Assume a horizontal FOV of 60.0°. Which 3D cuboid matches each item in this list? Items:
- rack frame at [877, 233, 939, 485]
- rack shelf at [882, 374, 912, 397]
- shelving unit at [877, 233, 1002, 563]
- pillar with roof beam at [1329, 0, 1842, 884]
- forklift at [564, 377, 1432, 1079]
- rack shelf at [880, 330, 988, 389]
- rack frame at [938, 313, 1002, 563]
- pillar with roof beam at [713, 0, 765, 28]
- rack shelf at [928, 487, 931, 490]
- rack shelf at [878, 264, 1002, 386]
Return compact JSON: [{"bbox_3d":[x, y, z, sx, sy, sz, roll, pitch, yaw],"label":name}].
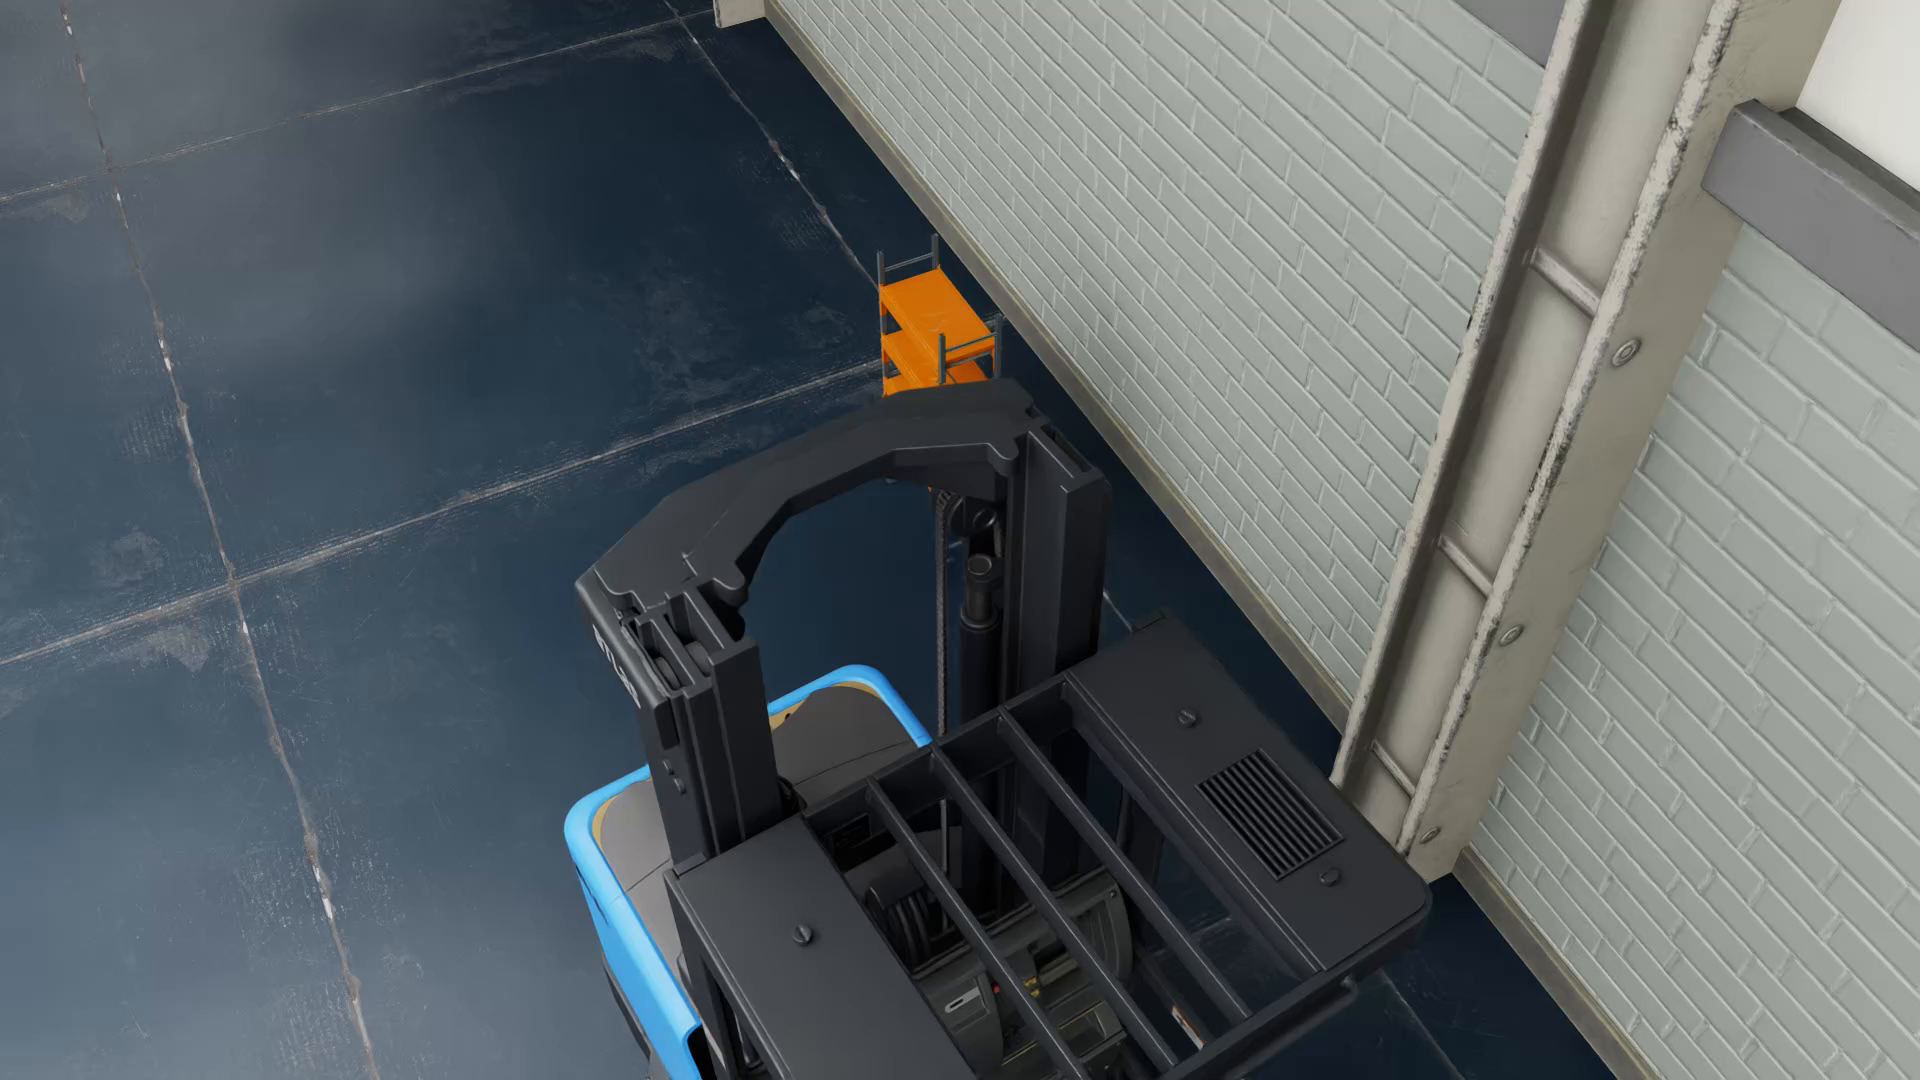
[{"bbox_3d":[-0.187,-0.669,6.431,0.240,1.200,0.015,-21,52,-18],"label":"rack frame"},{"bbox_3d":[-0.076,-0.462,6.339,0.258,0.148,0.480,-21,52,-18],"label":"rack shelf"},{"bbox_3d":[-0.076,-0.506,6.288,0.258,1.200,0.503,-21,52,-18],"label":"shelving unit"},{"bbox_3d":[-2.352,-0.445,1.053,9.100,9.000,0.400,-21,52,-18],"label":"pillar with roof beam"},{"bbox_3d":[0.112,1.216,3.632,1.130,2.935,3.031,-26,54,-21],"label":"forklift"},{"bbox_3d":[-0.076,-0.609,6.170,0.258,0.148,0.480,-21,52,-18],"label":"rack shelf"},{"bbox_3d":[0.036,-0.342,6.145,0.240,1.200,0.015,-21,52,-18],"label":"rack frame"},{"bbox_3d":[-5.098,-4.460,4.565,9.100,9.000,0.400,-21,52,-18],"label":"pillar with roof beam"},{"bbox_3d":[-0.076,-0.331,6.488,0.258,0.148,0.480,-21,52,-18],"label":"rack shelf"},{"bbox_3d":[-0.076,-0.764,5.992,0.258,0.148,0.480,-21,52,-18],"label":"rack shelf"}]
